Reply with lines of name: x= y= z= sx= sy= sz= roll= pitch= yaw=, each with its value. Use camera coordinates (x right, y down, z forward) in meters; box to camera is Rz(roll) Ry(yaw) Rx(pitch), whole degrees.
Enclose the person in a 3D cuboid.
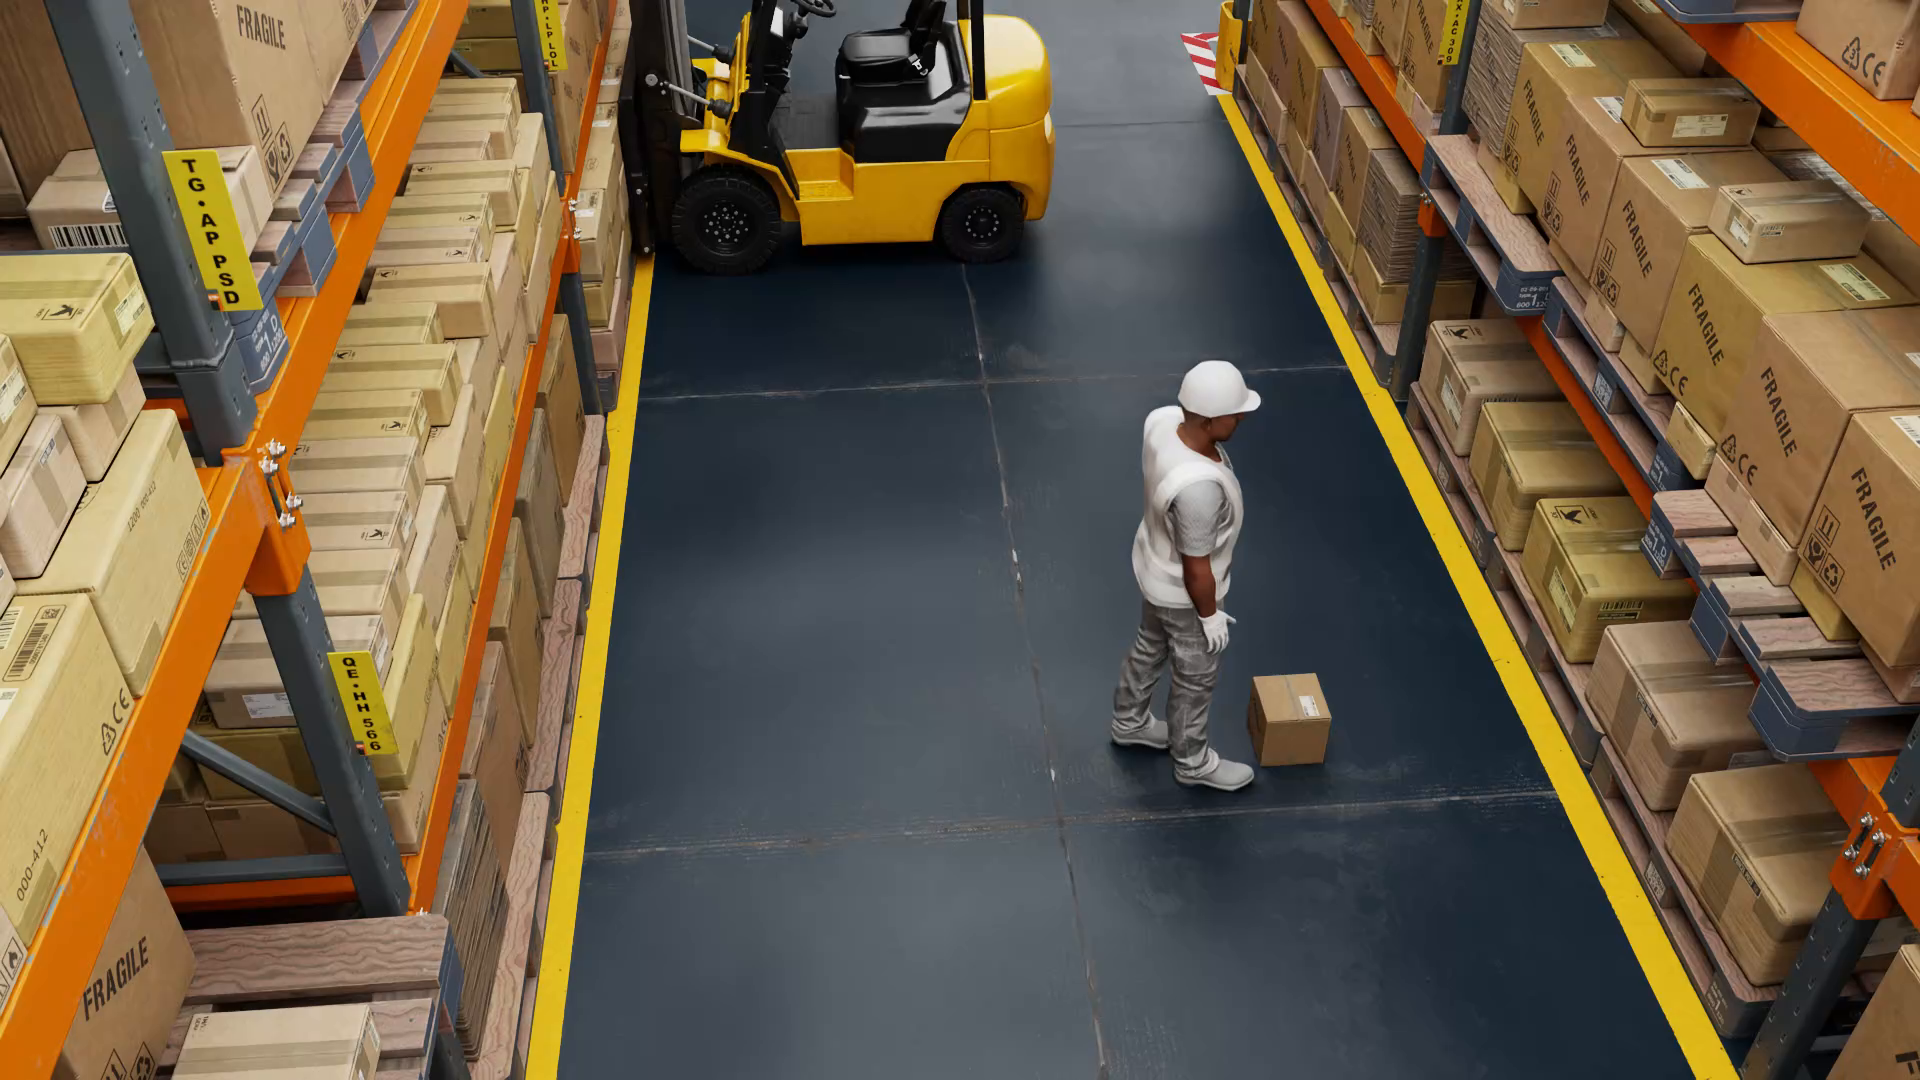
person: x=0.860 y=0.134 z=5.958 sx=0.514 sy=1.785 sz=0.568 roll=-3 pitch=39 yaw=-4
